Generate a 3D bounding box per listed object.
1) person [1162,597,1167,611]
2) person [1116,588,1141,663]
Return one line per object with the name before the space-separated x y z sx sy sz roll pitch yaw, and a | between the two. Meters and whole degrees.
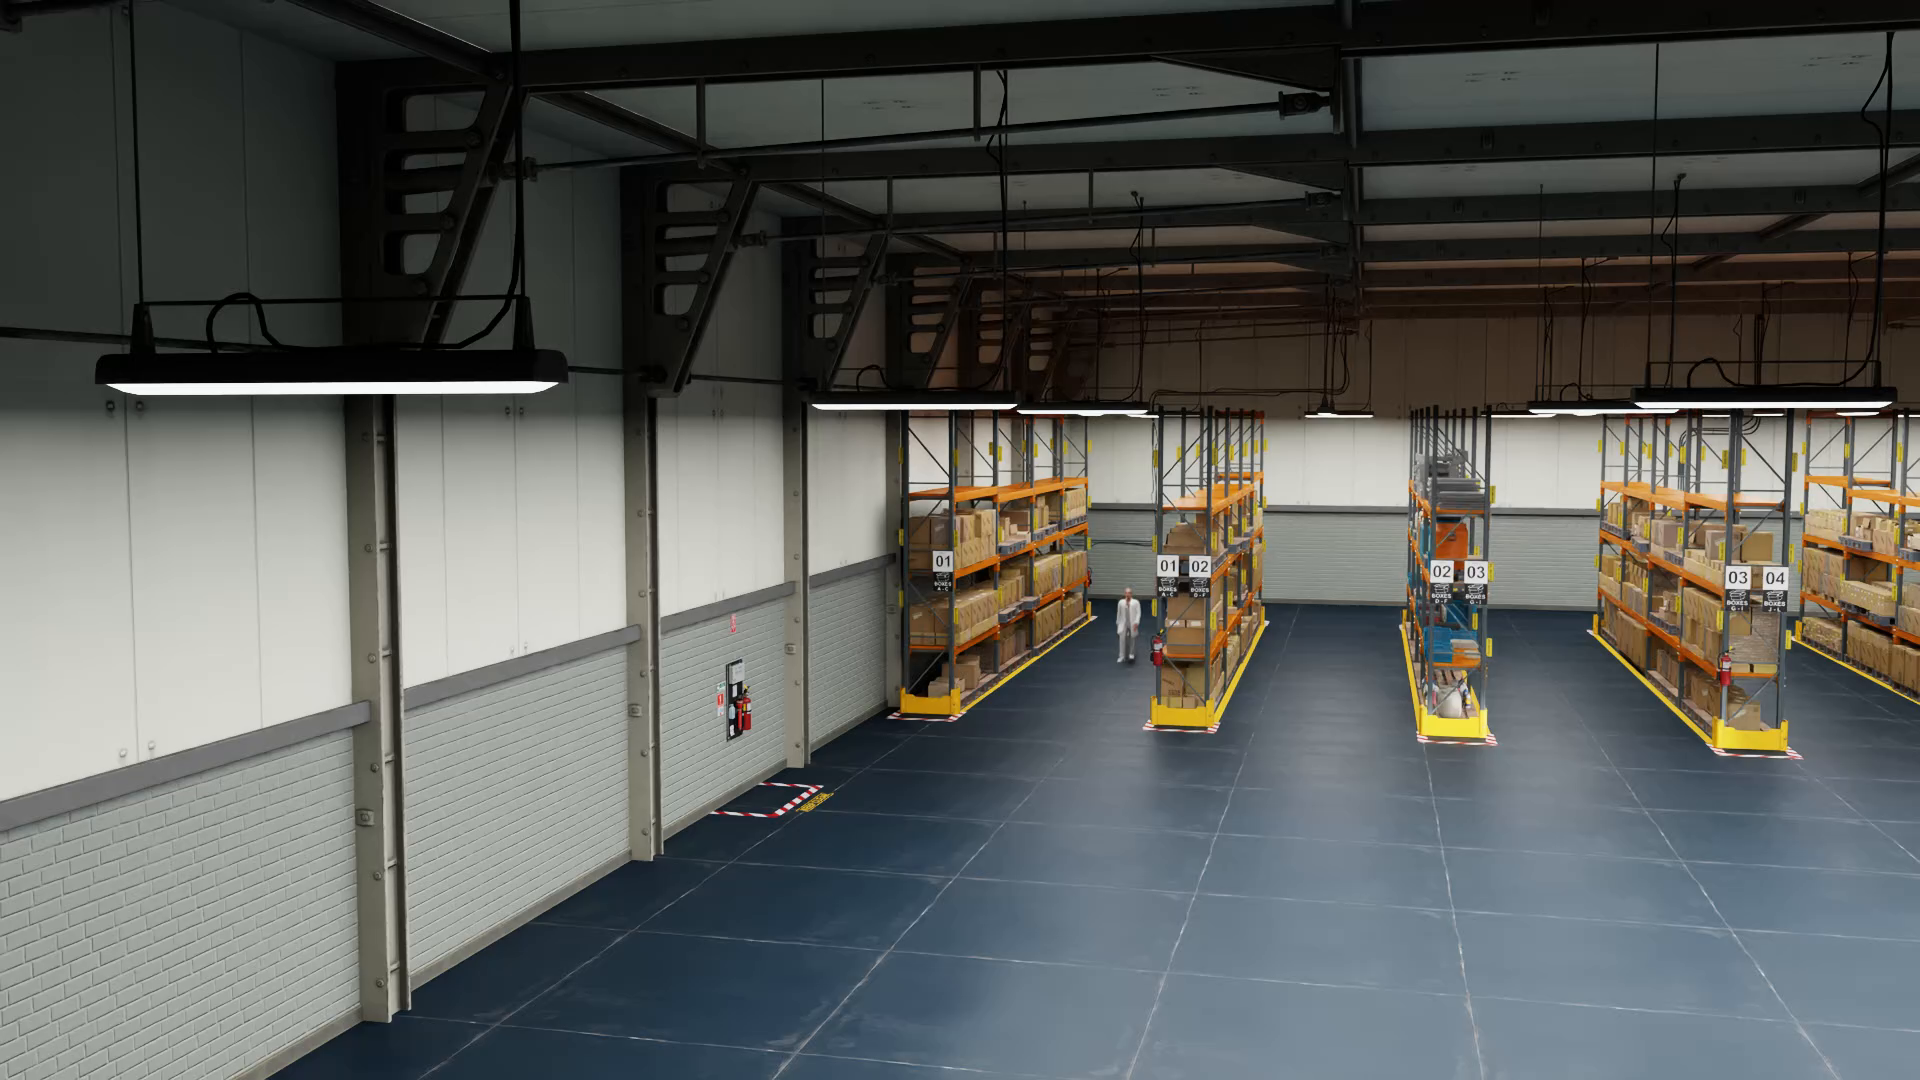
person | 6.187 1.344 49.939 0.415 1.571 0.709 -4 5 -41
person | 3.981 2.011 39.344 0.603 1.717 1.114 1 4 9
